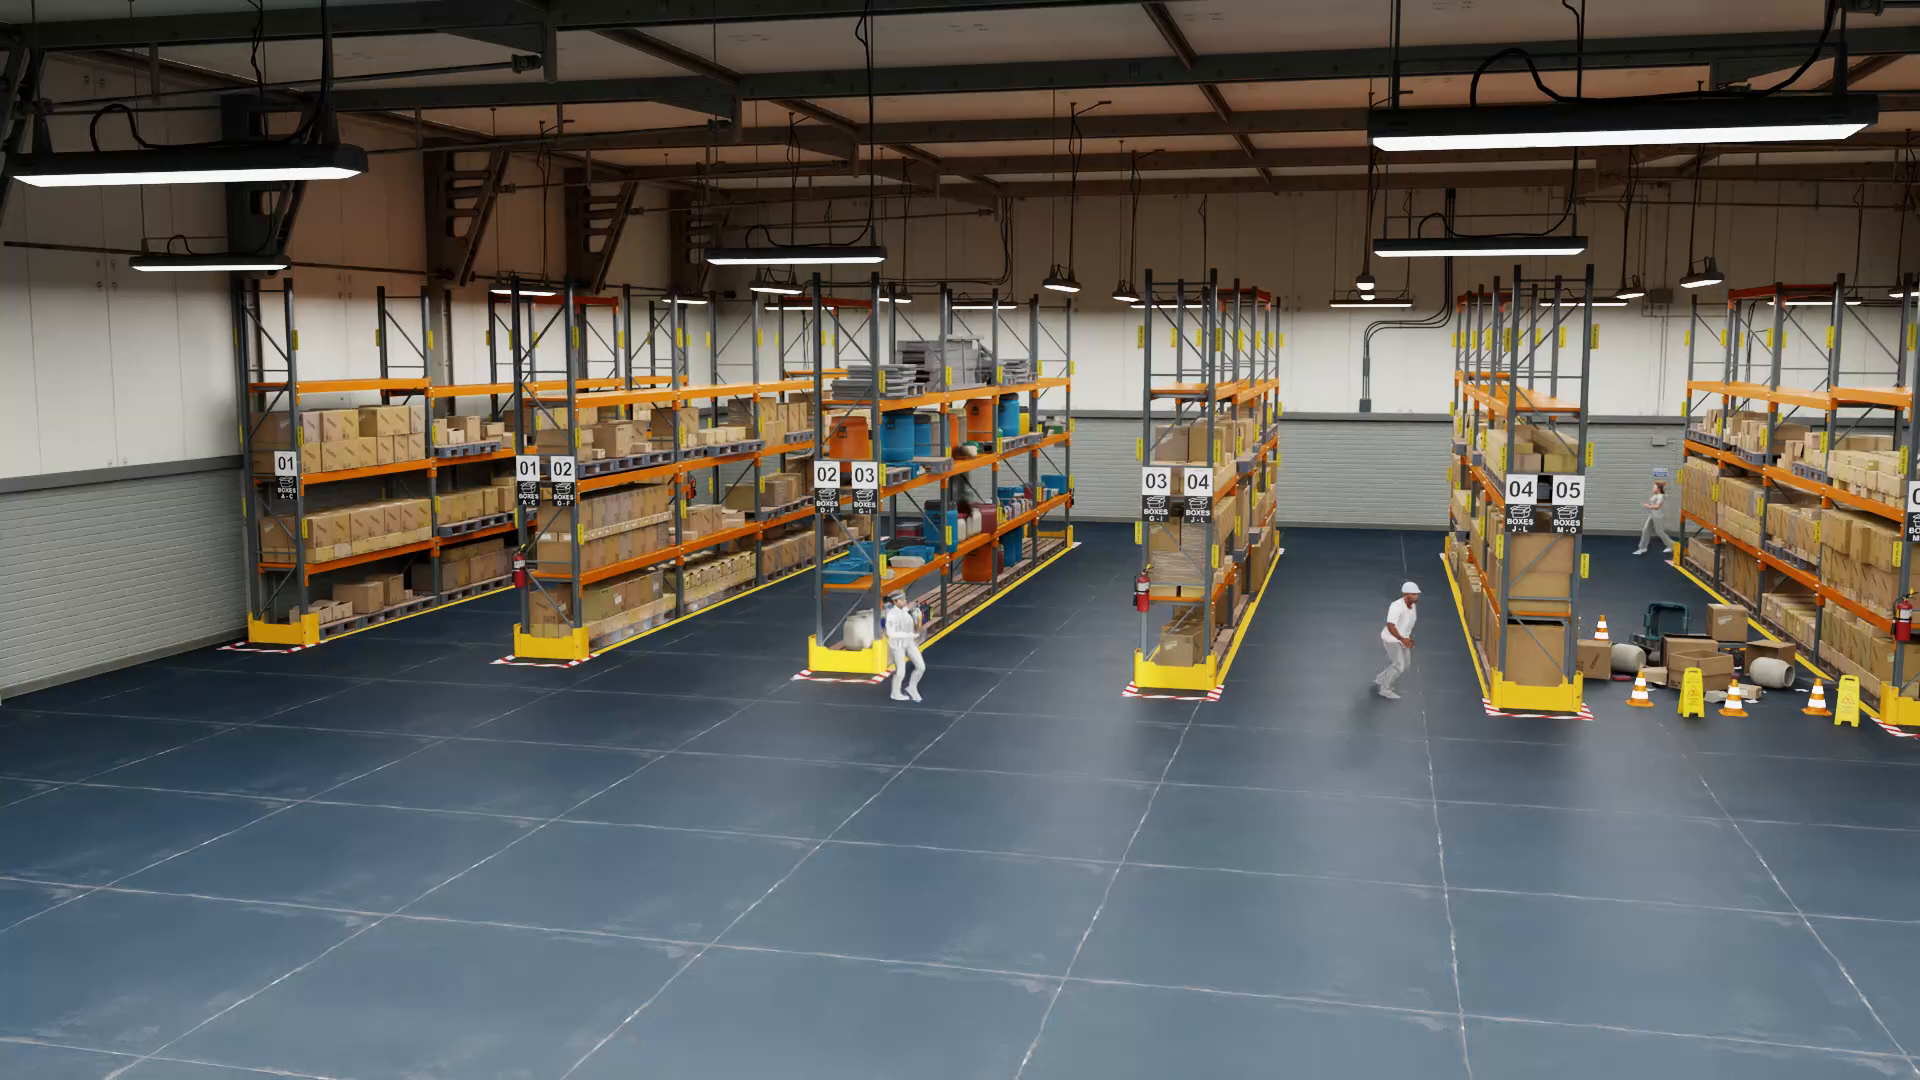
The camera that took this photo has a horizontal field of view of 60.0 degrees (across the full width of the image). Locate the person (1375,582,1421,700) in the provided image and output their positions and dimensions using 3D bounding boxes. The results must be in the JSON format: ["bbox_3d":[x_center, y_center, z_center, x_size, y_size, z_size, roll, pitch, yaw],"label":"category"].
[{"bbox_3d":[6.081,1.401,23.209,0.678,1.686,0.774,-7,10,-45],"label":"person"}]

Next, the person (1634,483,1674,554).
[{"bbox_3d":[16.252,-0.499,38.805,0.912,1.690,0.559,1,7,6],"label":"person"}]

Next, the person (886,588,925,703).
[{"bbox_3d":[-0.780,1.463,22.826,0.689,1.651,0.673,6,9,42],"label":"person"}]
